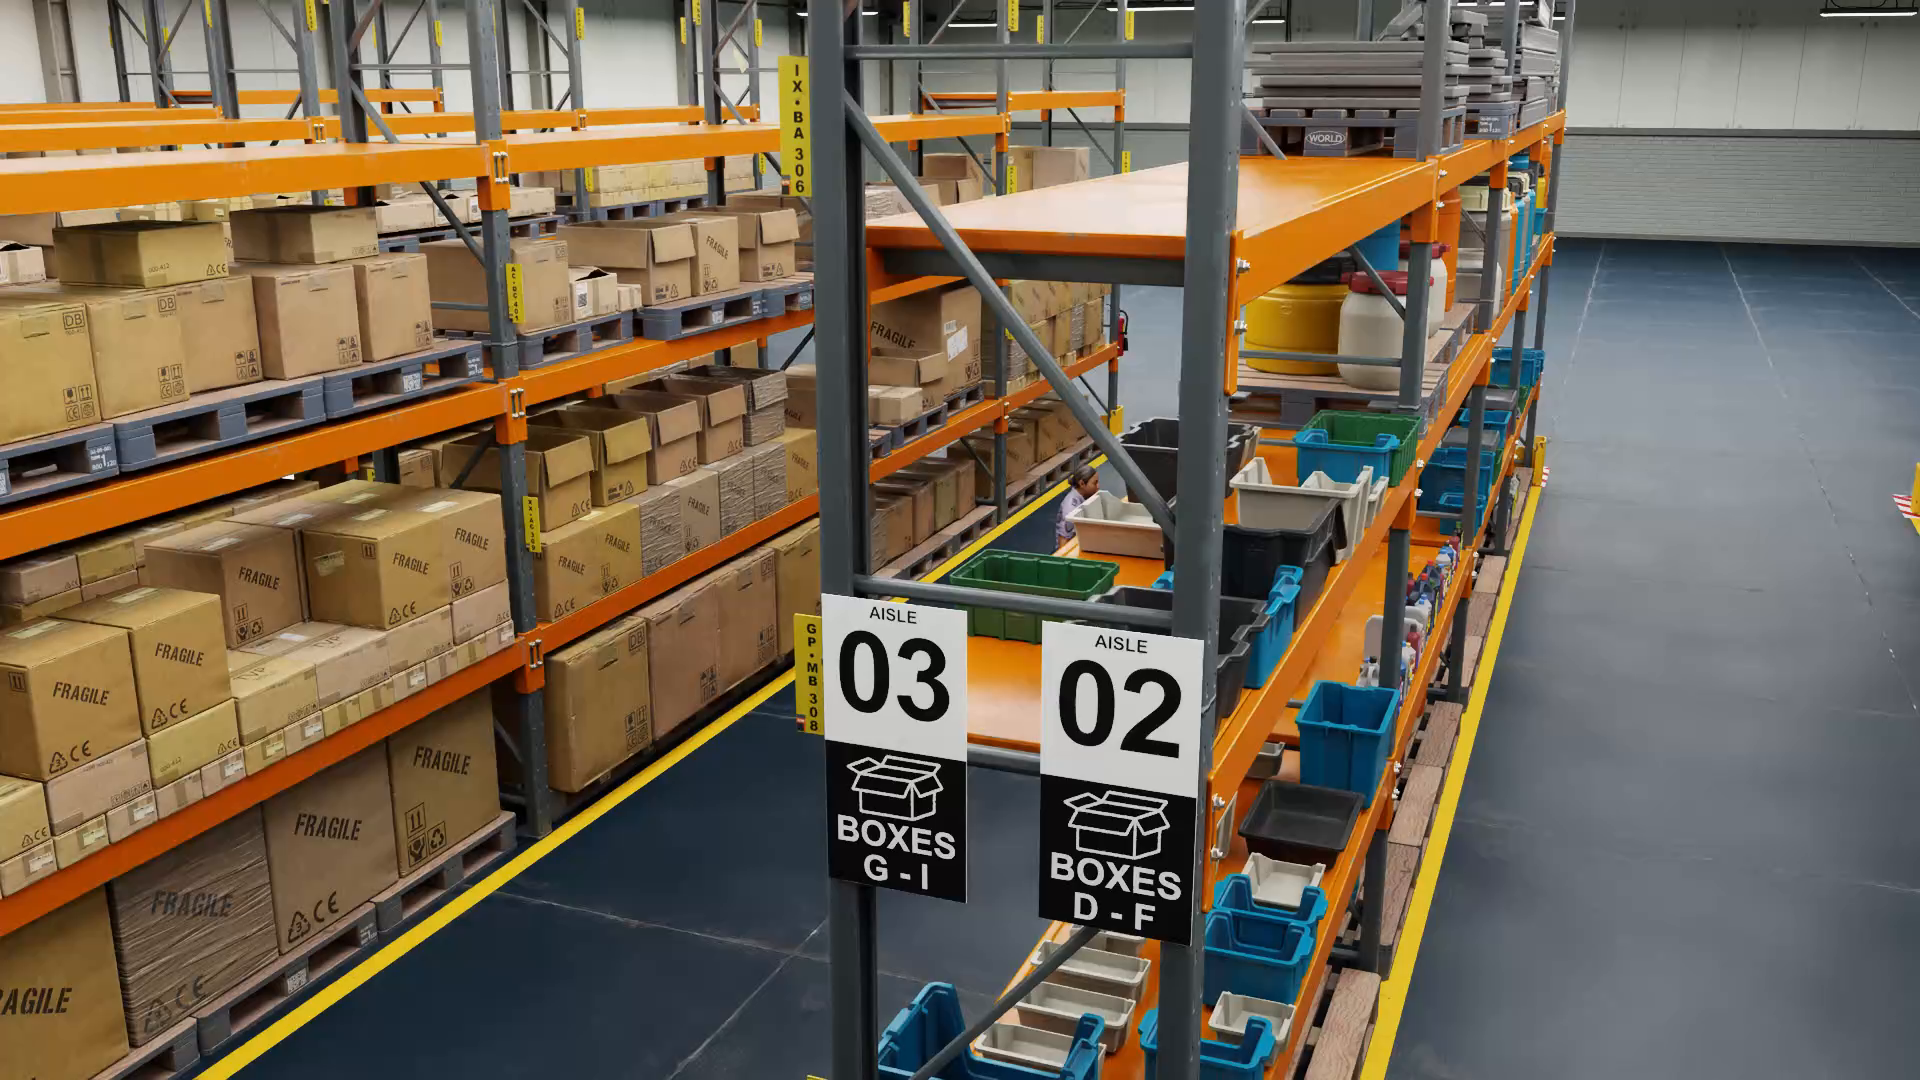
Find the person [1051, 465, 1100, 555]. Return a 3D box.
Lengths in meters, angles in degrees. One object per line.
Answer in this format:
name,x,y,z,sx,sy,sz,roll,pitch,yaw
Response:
person,0.876,0.233,12.701,0.374,1.652,0.564,5,16,18
